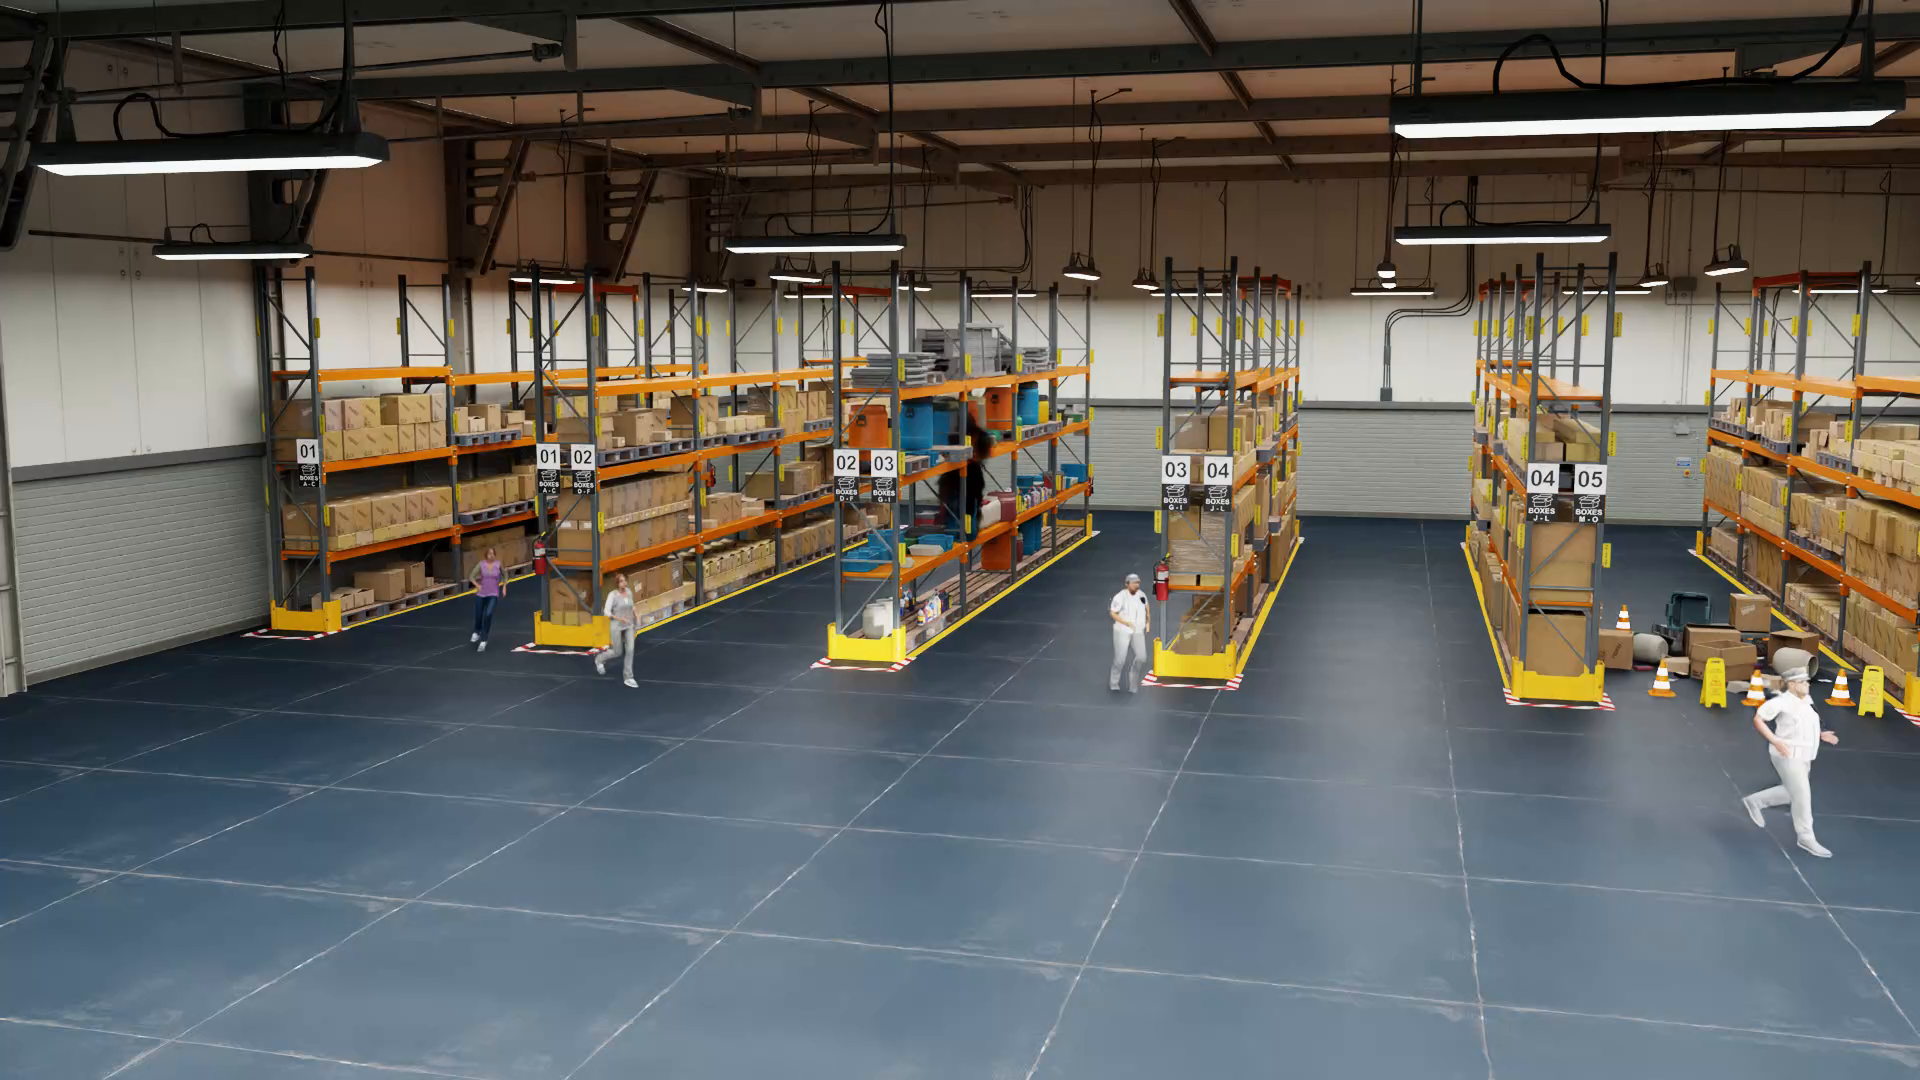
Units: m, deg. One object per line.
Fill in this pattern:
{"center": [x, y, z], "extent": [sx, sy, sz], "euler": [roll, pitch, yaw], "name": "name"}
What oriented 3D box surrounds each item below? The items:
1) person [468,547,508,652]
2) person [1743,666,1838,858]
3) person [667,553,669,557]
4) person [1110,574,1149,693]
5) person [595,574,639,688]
{"center": [-7.435, 0.897, 26.197], "extent": [0.612, 1.592, 0.815], "euler": [-2, 7, -12], "name": "person"}
{"center": [8.051, 2.094, 16.136], "extent": [0.664, 1.791, 0.951], "euler": [-5, 9, -35], "name": "person"}
{"center": [-6.390, -0.298, 35.173], "extent": [0.652, 1.680, 0.602], "euler": [1, 7, 6], "name": "person"}
{"center": [2.369, 1.303, 22.960], "extent": [0.654, 1.698, 0.608], "euler": [-2, 8, -18], "name": "person"}
{"center": [-4.812, 1.263, 23.498], "extent": [0.806, 1.583, 0.549], "euler": [7, 10, 43], "name": "person"}
